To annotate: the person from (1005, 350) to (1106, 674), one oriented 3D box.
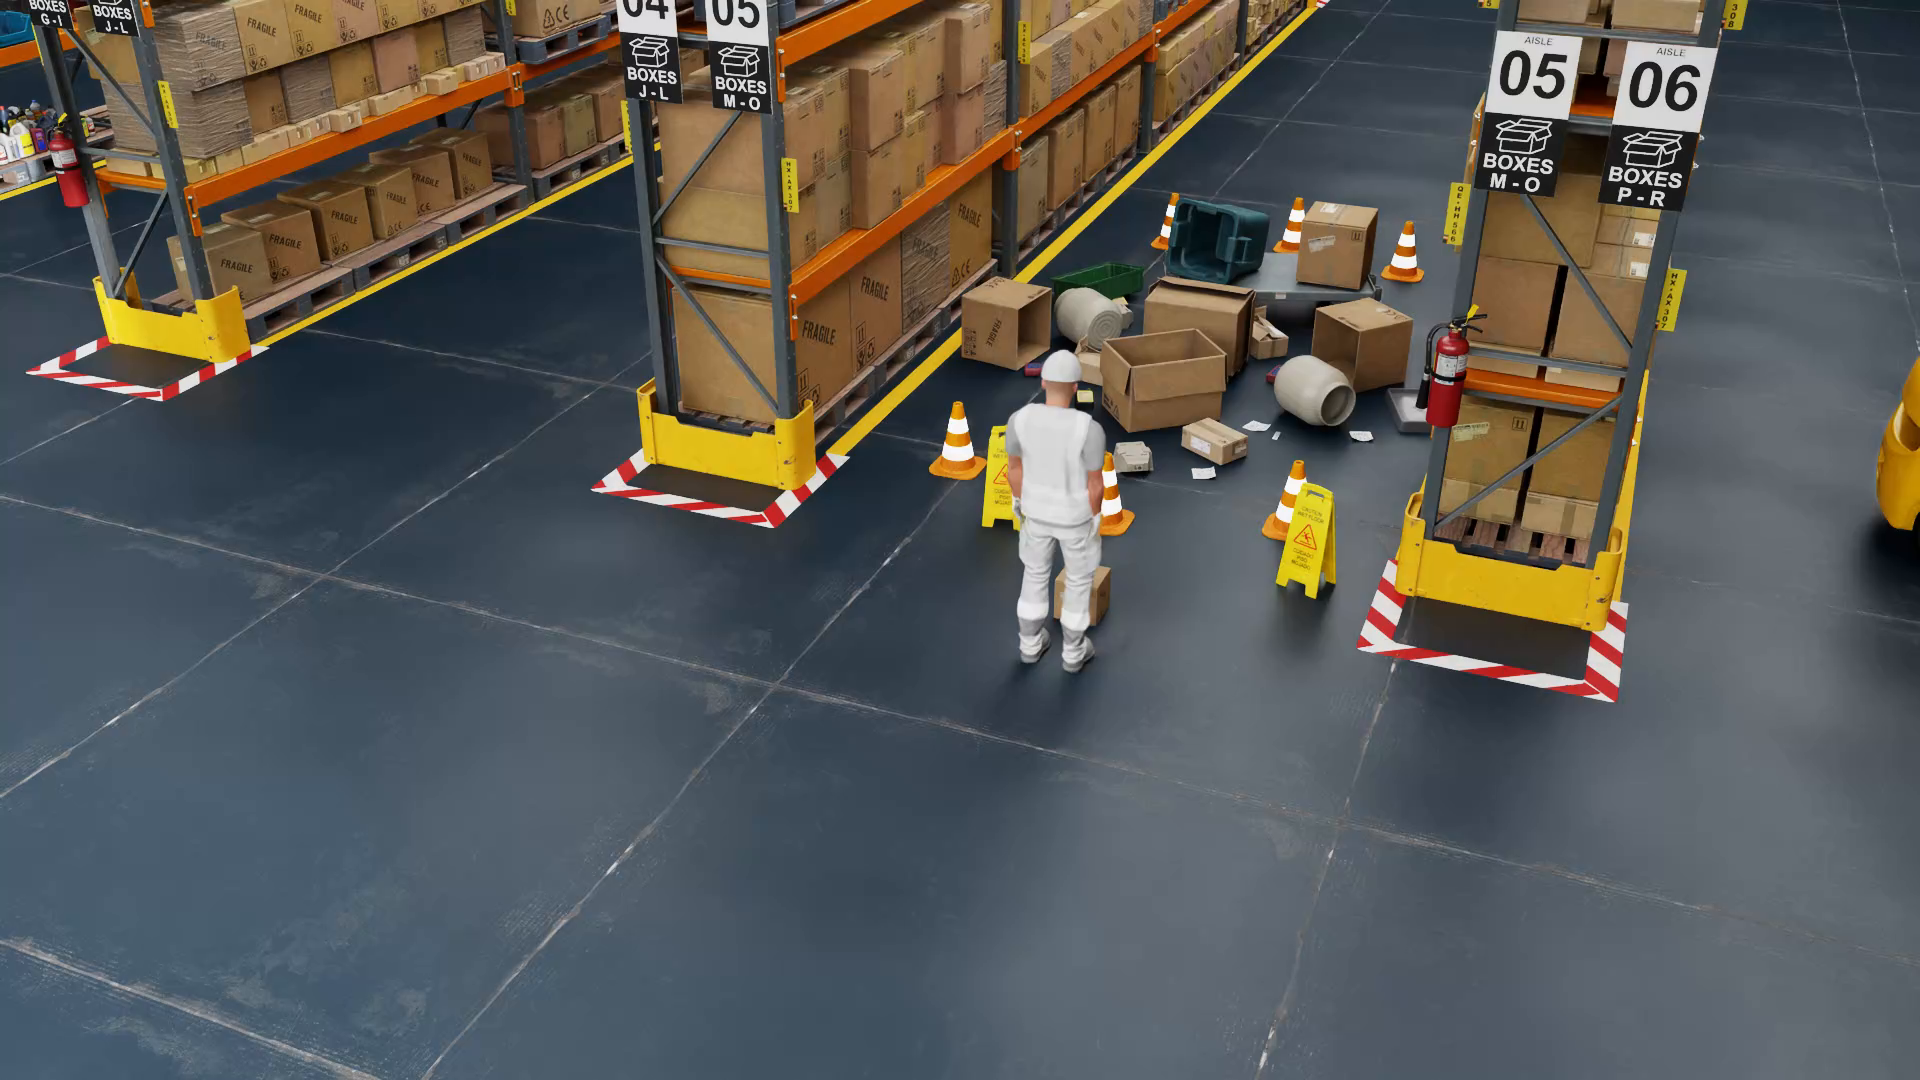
[{"bbox_3d":[0.502,-0.146,8.649,0.529,1.774,0.364,12,31,20],"label":"person"}]
